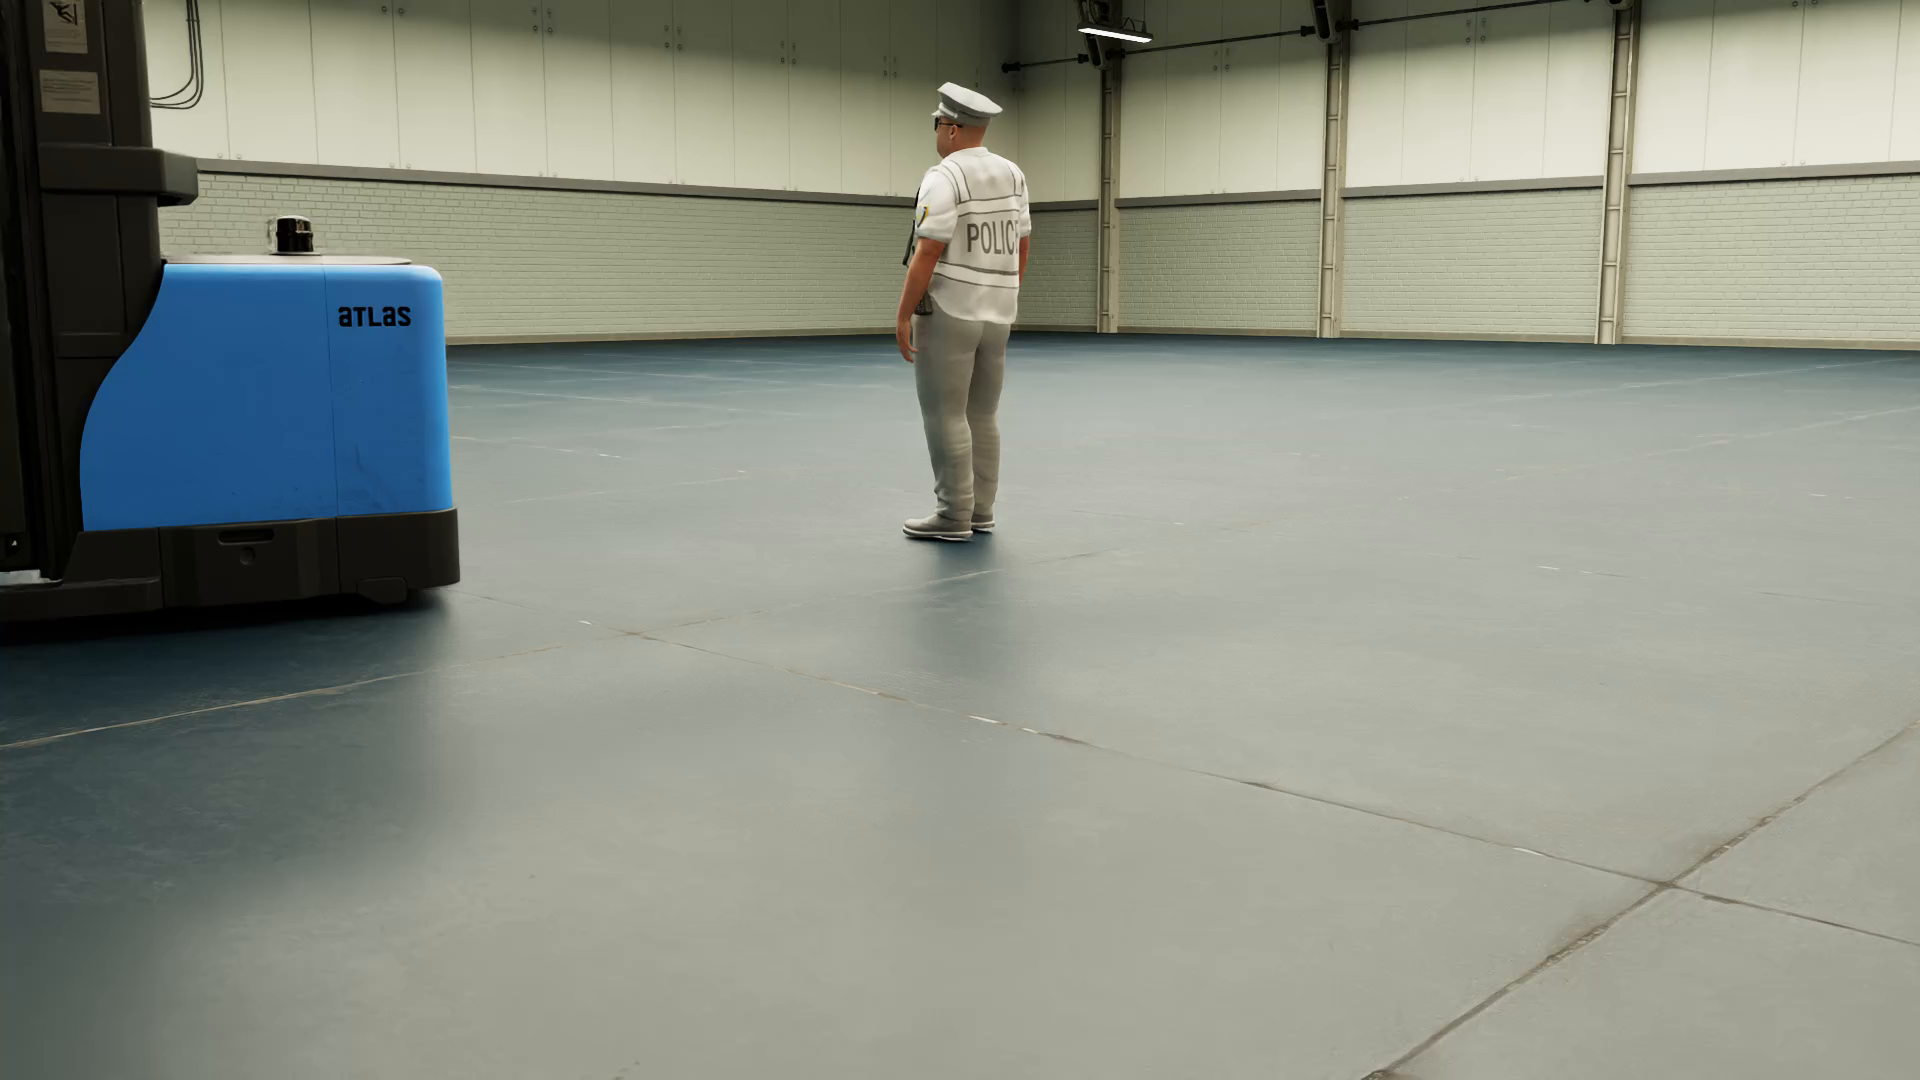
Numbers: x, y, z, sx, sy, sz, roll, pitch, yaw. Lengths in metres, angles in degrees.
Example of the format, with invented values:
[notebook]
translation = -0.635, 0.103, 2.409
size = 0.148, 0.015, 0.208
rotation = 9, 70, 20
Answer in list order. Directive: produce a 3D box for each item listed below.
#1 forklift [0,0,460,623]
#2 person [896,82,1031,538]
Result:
[forklift]
translation = -3.158, -1.202, 4.859
size = 3.031, 2.935, 1.130
rotation = -4, 10, -27
[person]
translation = -0.048, -0.898, 6.645
size = 0.574, 1.781, 0.641
rotation = 8, 12, 43
